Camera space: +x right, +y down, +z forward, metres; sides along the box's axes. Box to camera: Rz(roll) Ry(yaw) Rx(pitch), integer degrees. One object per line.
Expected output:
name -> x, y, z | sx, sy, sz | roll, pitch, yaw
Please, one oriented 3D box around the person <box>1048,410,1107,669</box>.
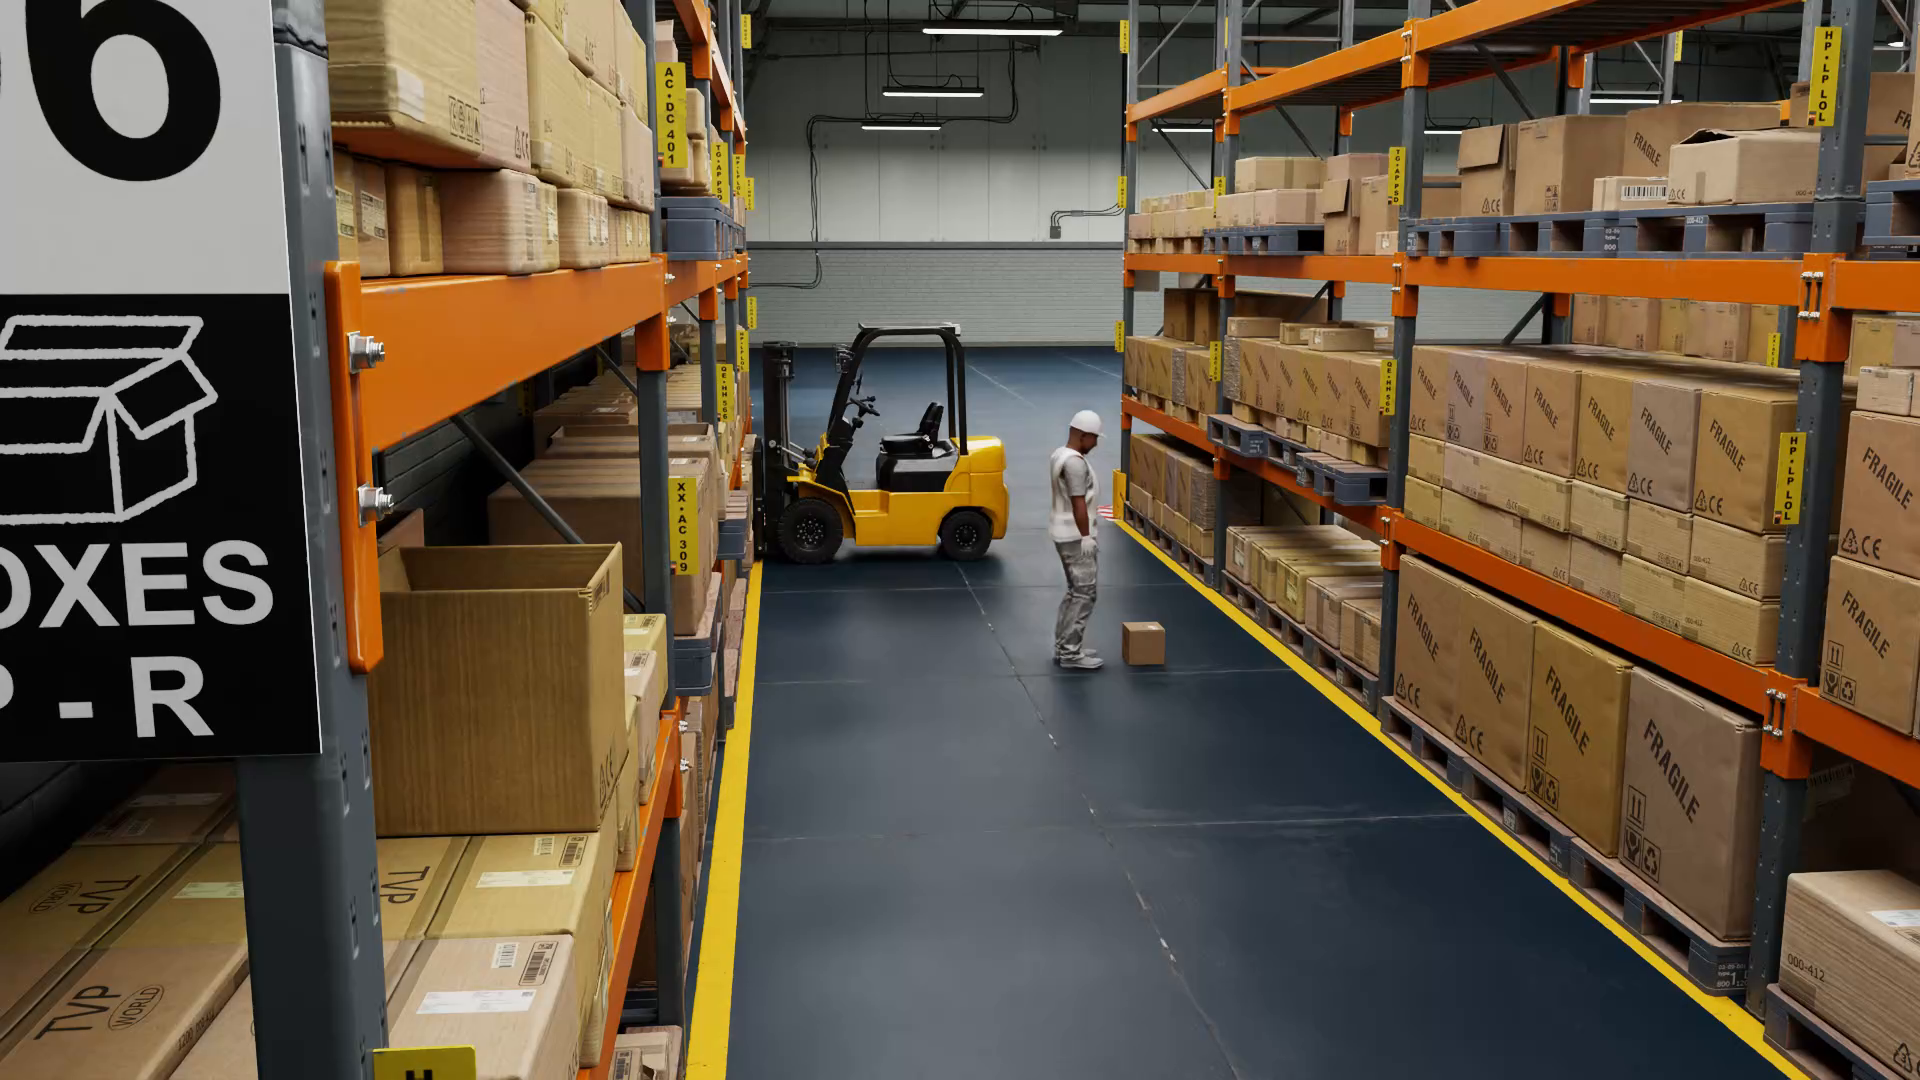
person -> 0.810, -0.014, 11.480 | 0.389, 1.763, 0.557 | -1, 10, -5
